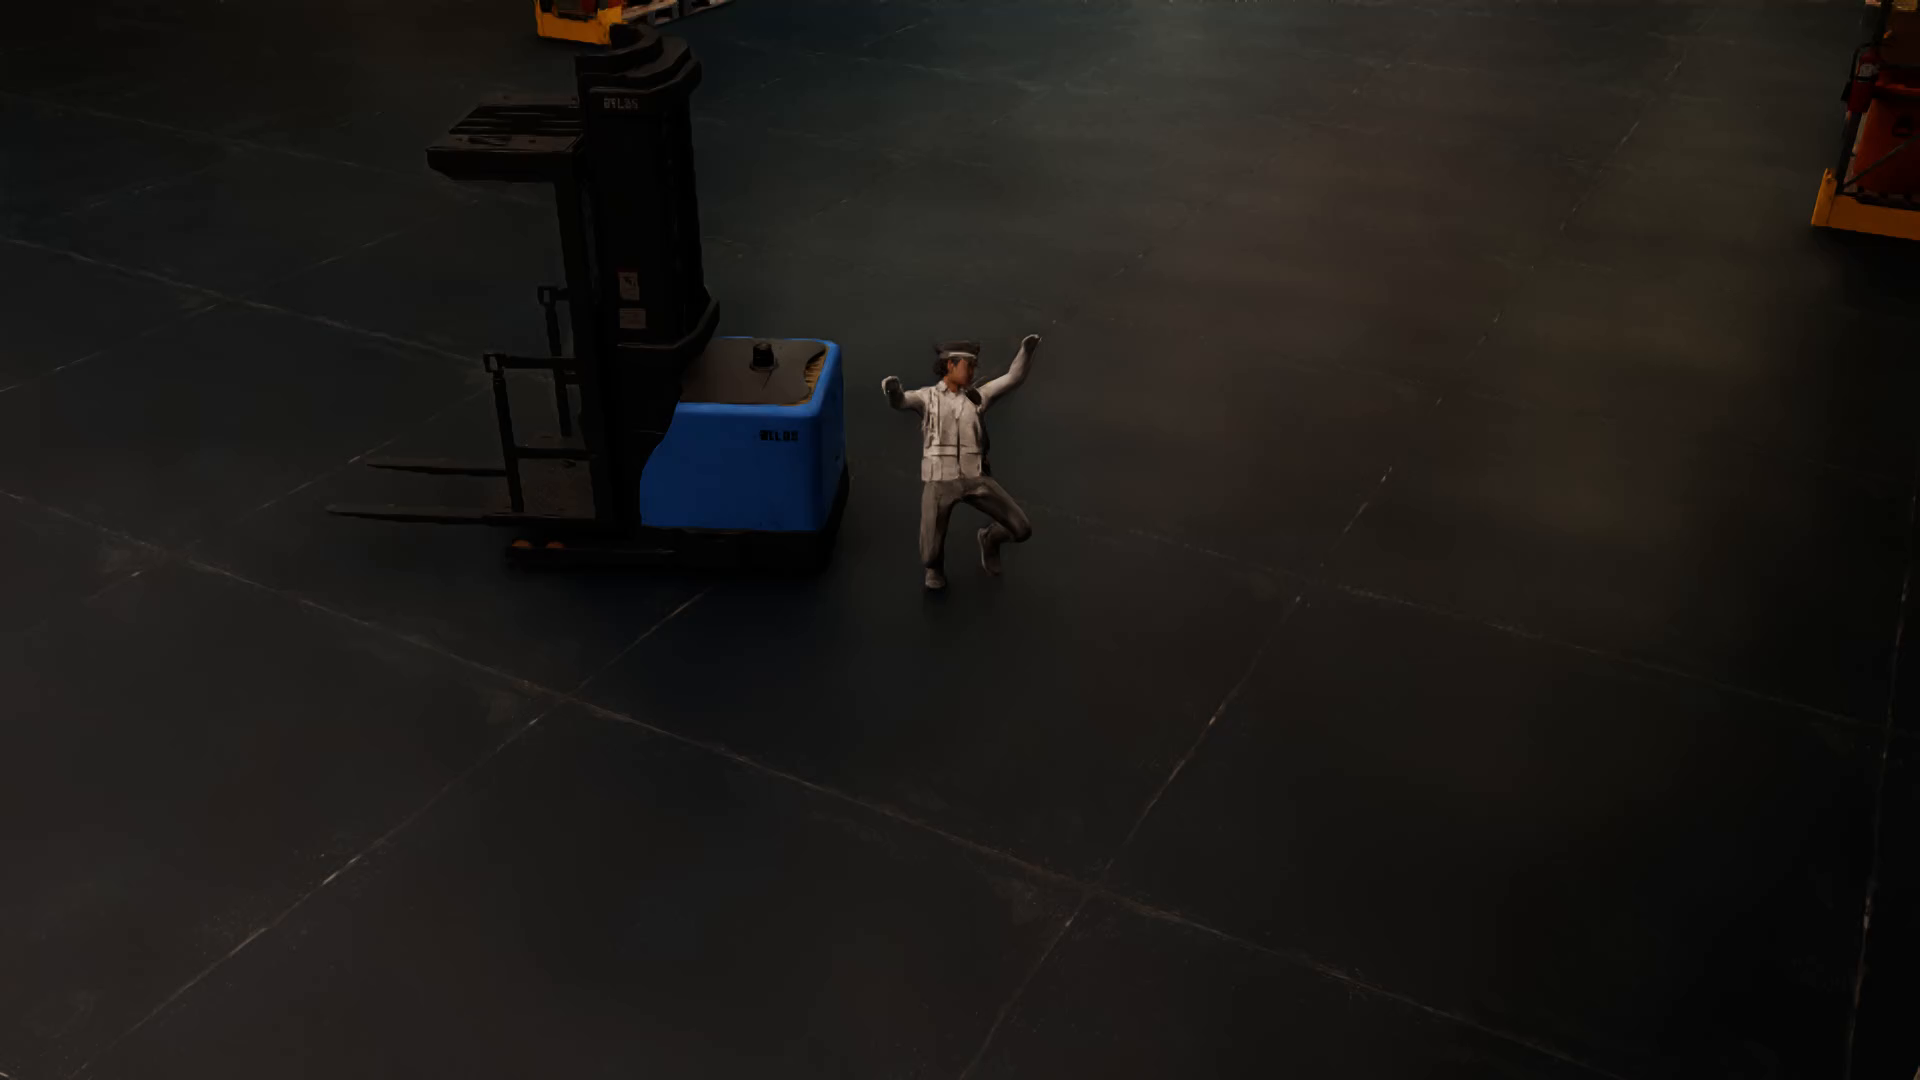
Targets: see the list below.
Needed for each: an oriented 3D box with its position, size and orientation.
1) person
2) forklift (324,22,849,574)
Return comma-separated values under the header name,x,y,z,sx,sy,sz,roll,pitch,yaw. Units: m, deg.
name,x,y,z,sx,sy,sz,roll,pitch,yaw
person,-0.063,-0.452,9.218,0.917,1.551,0.724,-9,31,-16
forklift,-2.237,-1.357,9.422,3.031,2.935,1.130,2,30,4
